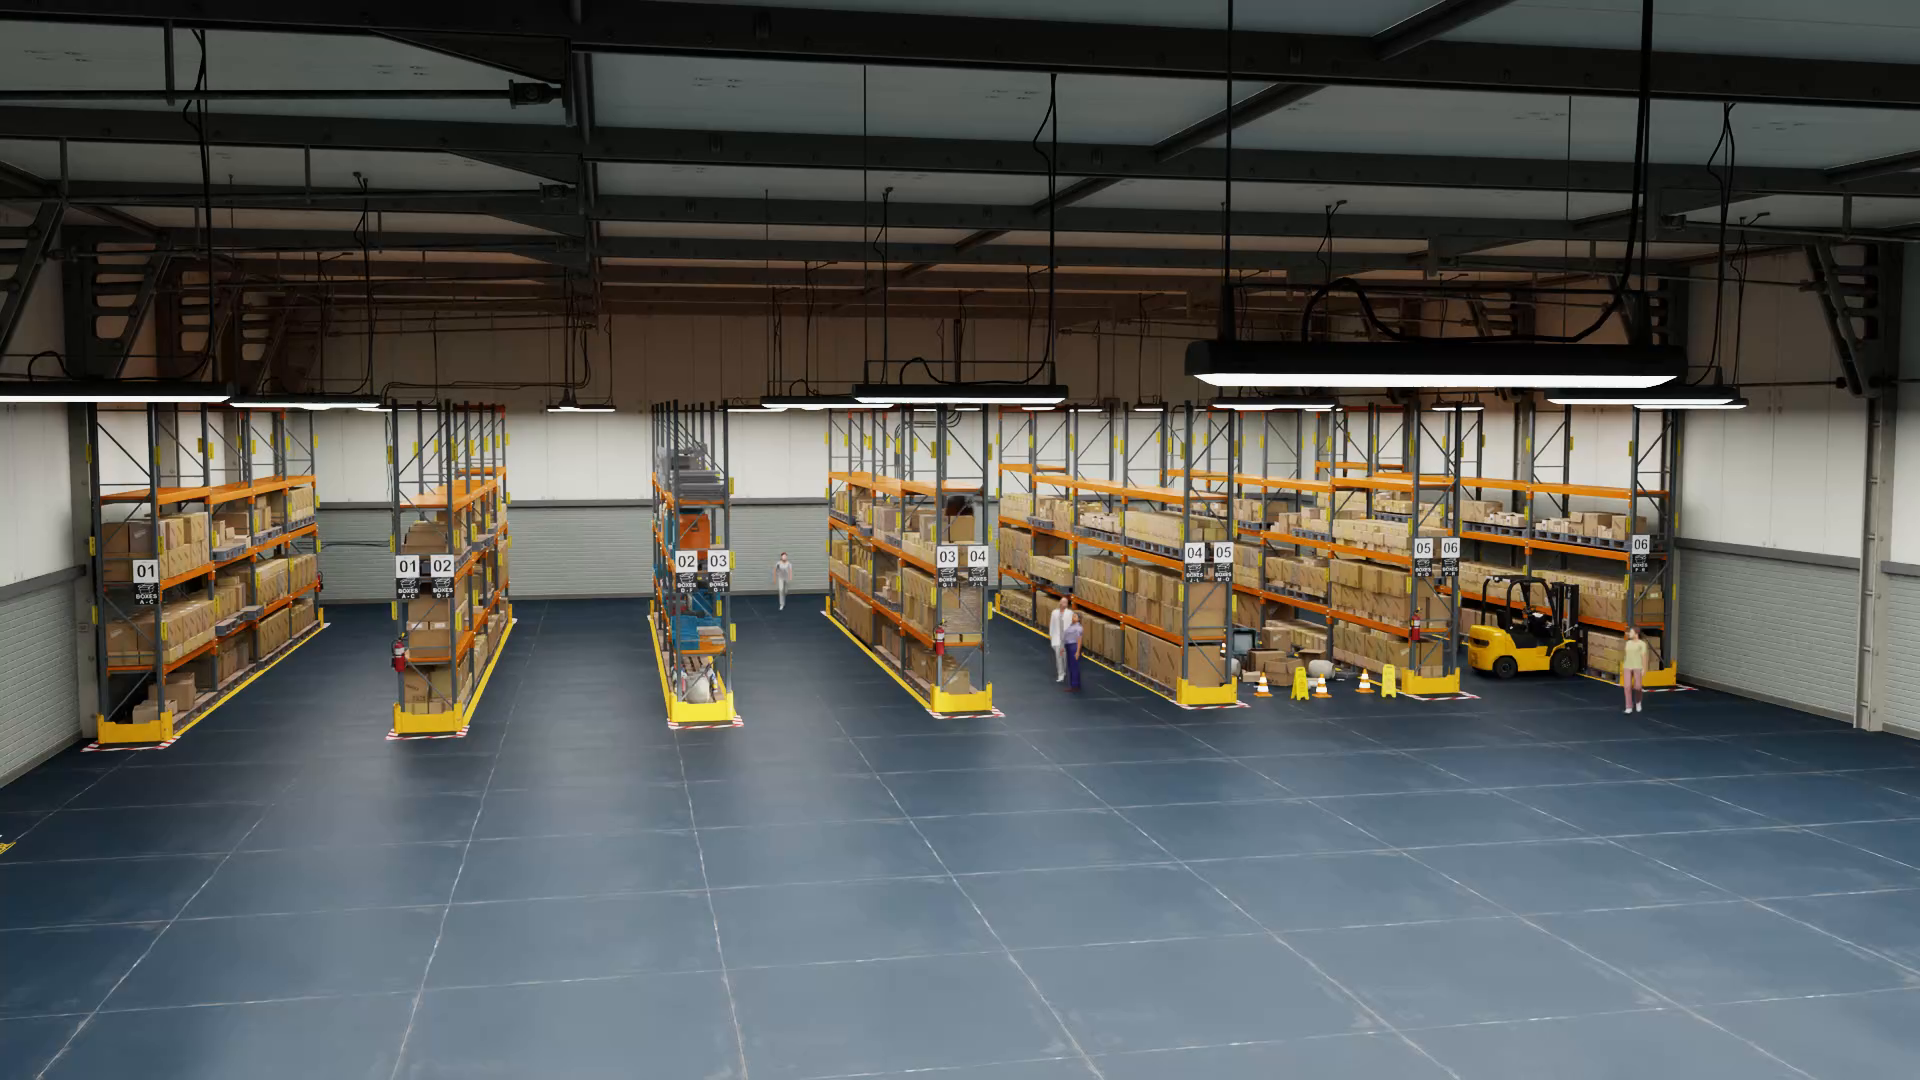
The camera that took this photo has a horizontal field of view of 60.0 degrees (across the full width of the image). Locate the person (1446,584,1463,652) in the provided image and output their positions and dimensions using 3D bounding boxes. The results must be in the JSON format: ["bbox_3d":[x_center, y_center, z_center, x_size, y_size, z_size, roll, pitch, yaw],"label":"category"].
[{"bbox_3d":[11.947,1.879,40.163,0.404,1.663,0.486,1,4,7],"label":"person"}]

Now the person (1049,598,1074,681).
[{"bbox_3d":[2.228,2.125,36.025,0.549,1.745,0.990,-1,4,-10],"label":"person"}]

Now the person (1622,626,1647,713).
[{"bbox_3d":[12.888,2.476,31.785,0.437,1.665,0.484,3,5,33],"label":"person"}]

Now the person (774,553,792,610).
[{"bbox_3d":[-5.244,1.259,49.342,0.536,1.569,0.913,-1,4,-13],"label":"person"}]

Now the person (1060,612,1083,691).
[{"bbox_3d":[2.313,2.315,34.470,0.439,1.620,0.522,-1,4,-8],"label":"person"}]
